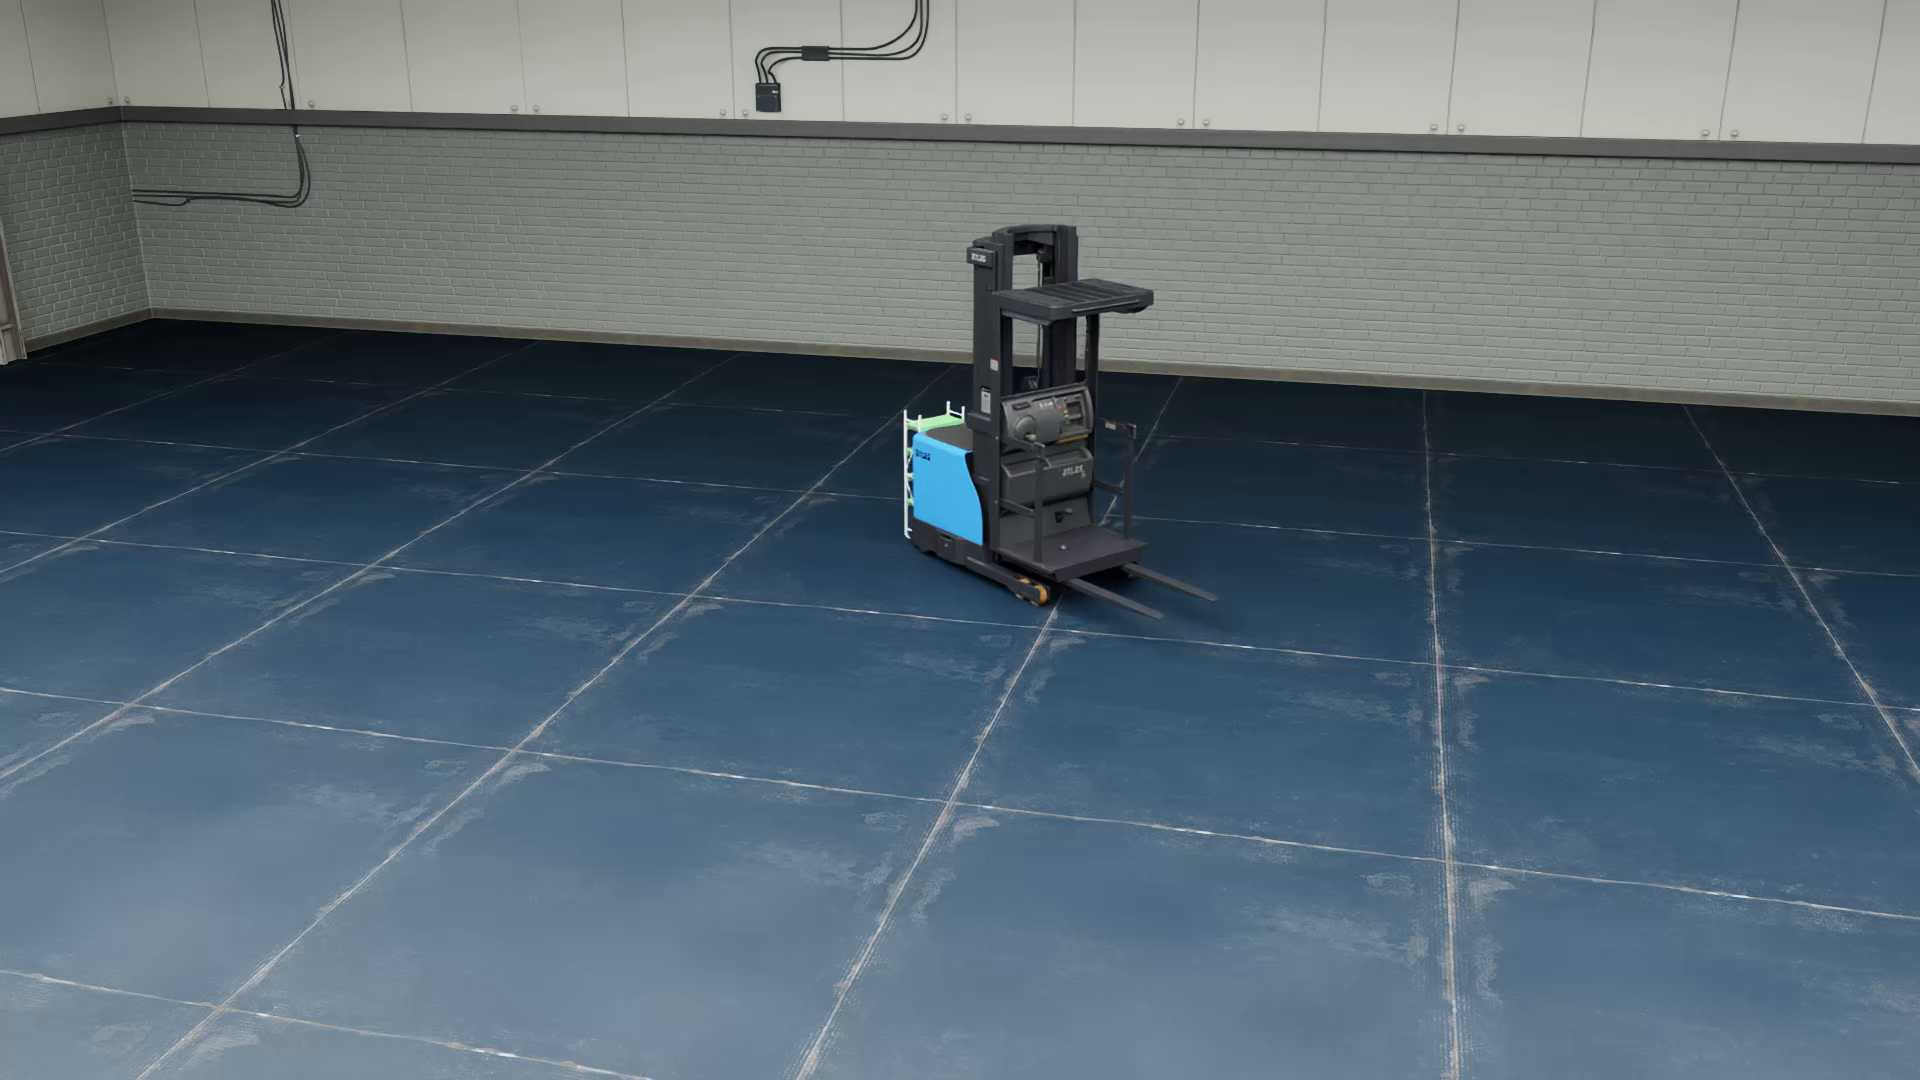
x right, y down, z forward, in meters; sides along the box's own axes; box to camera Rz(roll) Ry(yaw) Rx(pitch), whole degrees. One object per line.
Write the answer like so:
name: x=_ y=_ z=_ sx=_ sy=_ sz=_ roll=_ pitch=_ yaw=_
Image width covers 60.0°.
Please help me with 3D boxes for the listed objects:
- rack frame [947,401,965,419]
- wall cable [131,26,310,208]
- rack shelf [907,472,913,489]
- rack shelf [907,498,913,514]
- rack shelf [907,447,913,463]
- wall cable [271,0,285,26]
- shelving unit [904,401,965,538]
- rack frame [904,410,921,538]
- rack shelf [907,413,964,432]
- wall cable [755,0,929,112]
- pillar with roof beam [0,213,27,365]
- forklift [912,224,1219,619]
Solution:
rack frame: x=-0.040 y=-0.666 z=15.279 sx=0.015 sy=1.200 sz=0.240 roll=-14 pitch=24 yaw=-36
wall cable: x=-10.719 y=-5.999 z=23.634 sx=3.097 sy=2.526 sz=0.112 roll=5 pitch=19 yaw=13
rack shelf: x=-0.232 y=-0.557 z=15.157 sx=0.480 sy=0.148 sz=0.258 roll=-14 pitch=24 yaw=-36
rack shelf: x=-0.232 y=-0.330 z=15.236 sx=0.480 sy=0.148 sz=0.258 roll=-14 pitch=24 yaw=-36
rack shelf: x=-0.231 y=-0.784 z=15.079 sx=0.480 sy=0.148 sz=0.258 roll=-14 pitch=24 yaw=-36
wall cable: x=-8.096 y=-8.176 z=22.192 sx=3.097 sy=2.526 sz=0.112 roll=5 pitch=19 yaw=13
shelving unit: x=-0.232 y=-0.617 z=15.137 sx=0.503 sy=1.200 sz=0.258 roll=-14 pitch=24 yaw=-36
rack frame: x=-0.424 y=-0.568 z=14.994 sx=0.015 sy=1.200 sz=0.240 roll=-14 pitch=24 yaw=-36
rack shelf: x=-0.231 y=-1.011 z=15.001 sx=0.480 sy=0.148 sz=0.258 roll=-14 pitch=24 yaw=-36
wall cable: x=-1.517 y=-8.324 z=20.373 sx=2.305 sy=6.003 sz=0.169 roll=5 pitch=19 yaw=13
pillar with roof beam: x=-8.547 y=-6.310 z=19.739 sx=9.100 sy=9.000 sz=0.400 roll=5 pitch=19 yaw=13
forklift: x=0.864 y=-1.032 z=13.674 sx=1.130 sy=2.935 sz=3.031 roll=-14 pitch=23 yaw=-35
